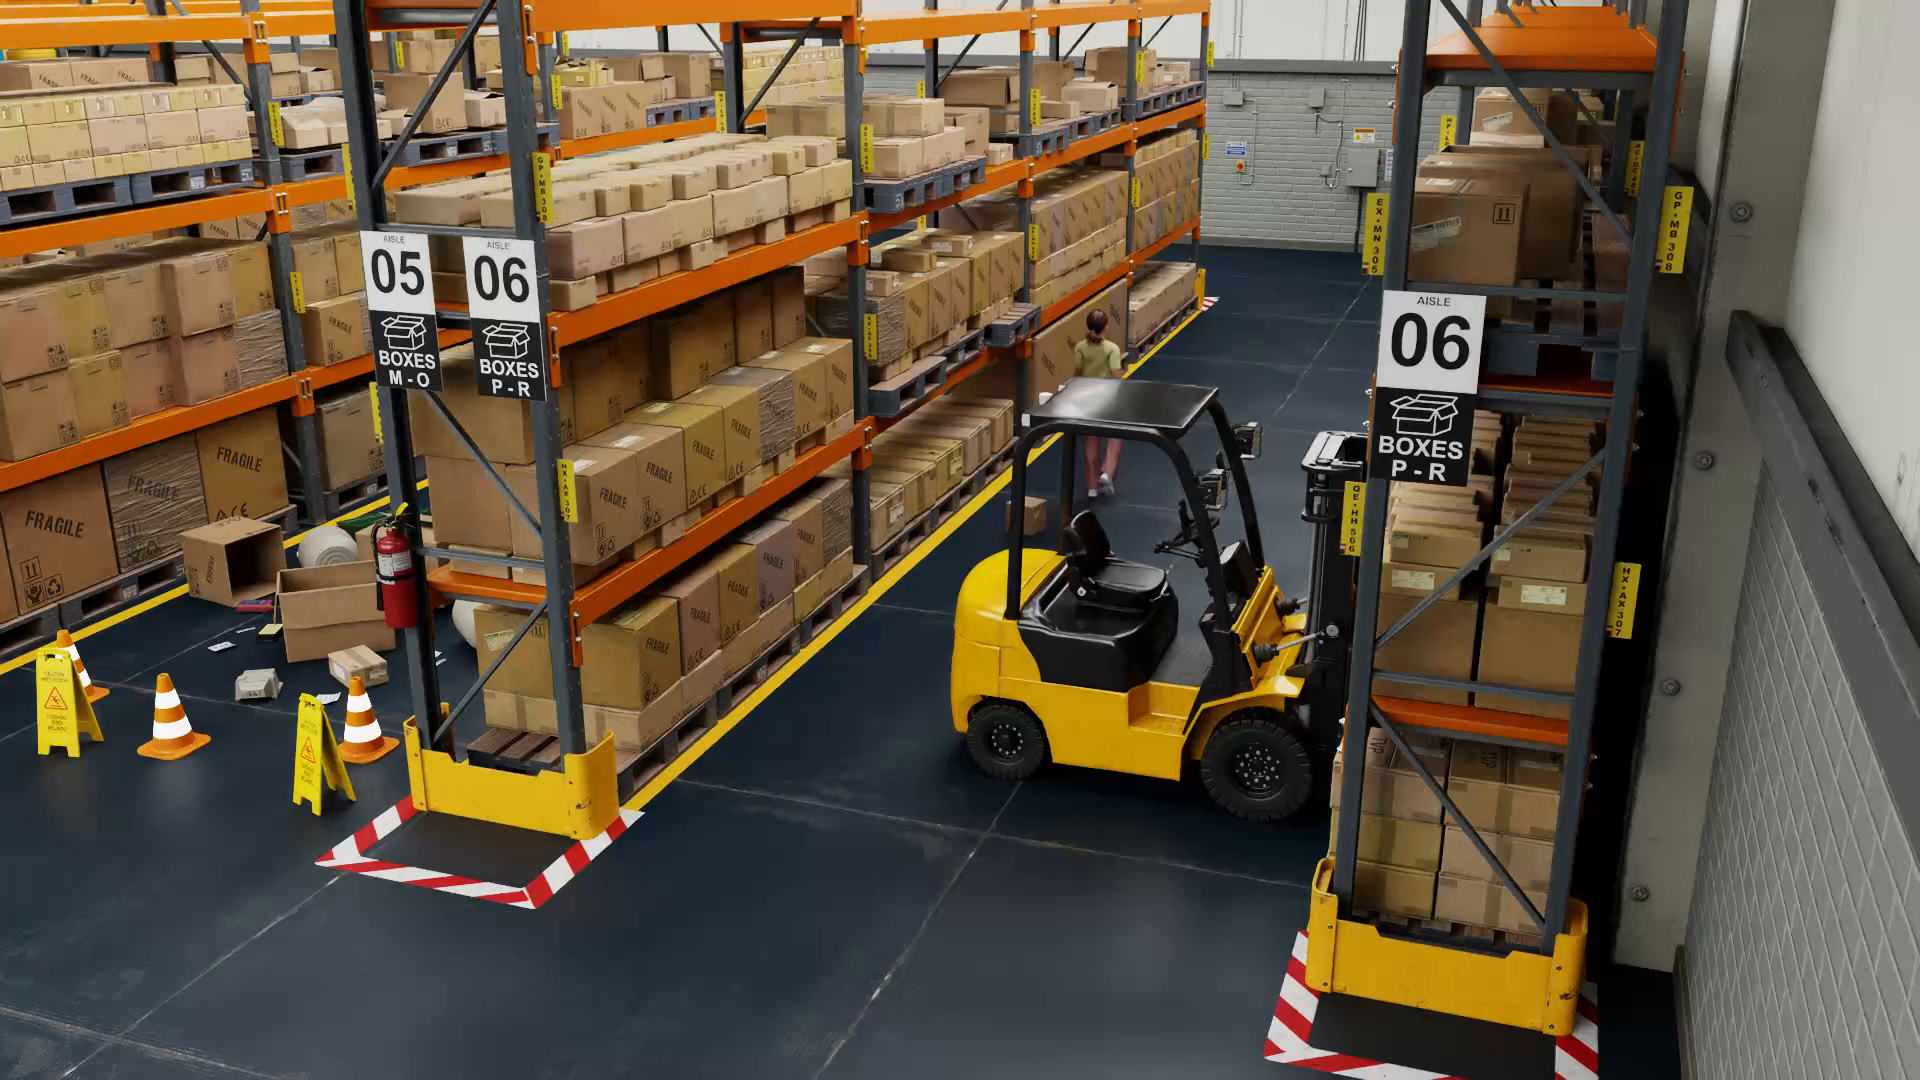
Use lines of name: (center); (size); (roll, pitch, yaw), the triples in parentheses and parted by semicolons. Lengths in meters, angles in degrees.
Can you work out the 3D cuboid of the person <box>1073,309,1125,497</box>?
person: (1.218, -1.201, 14.576); (0.444, 1.677, 0.463); (6, 20, 18)
